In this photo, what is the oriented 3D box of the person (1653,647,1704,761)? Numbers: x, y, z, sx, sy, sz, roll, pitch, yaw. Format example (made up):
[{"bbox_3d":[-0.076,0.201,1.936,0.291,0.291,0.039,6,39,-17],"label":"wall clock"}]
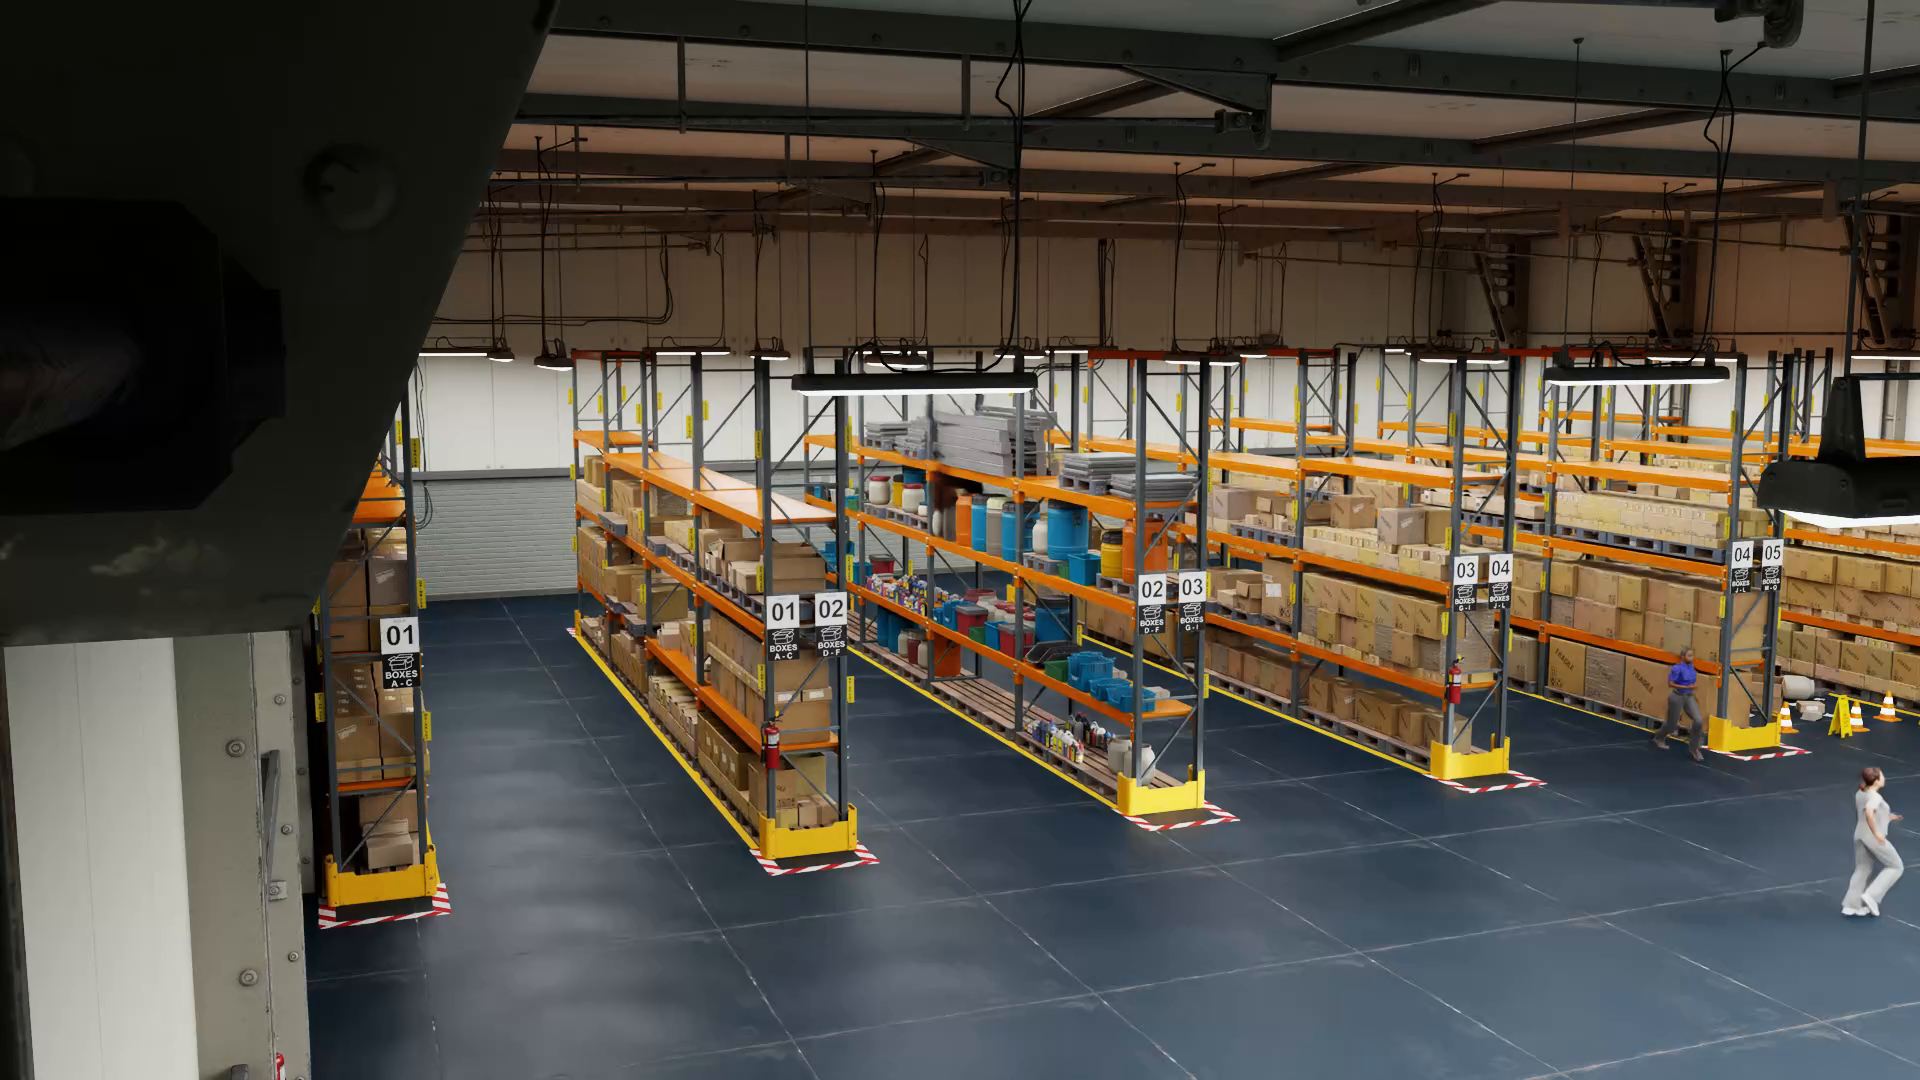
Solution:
[{"bbox_3d":[10.804,2.430,24.972,0.597,1.693,0.818,-3,8,-22],"label":"person"}]

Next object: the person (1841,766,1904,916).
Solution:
[{"bbox_3d":[9.917,3.263,18.031,0.613,1.639,0.552,-1,7,-6],"label":"person"}]

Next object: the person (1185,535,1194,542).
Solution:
[{"bbox_3d":[5.219,0.833,38.276,0.810,1.505,0.571,-2,7,-18],"label":"person"}]
